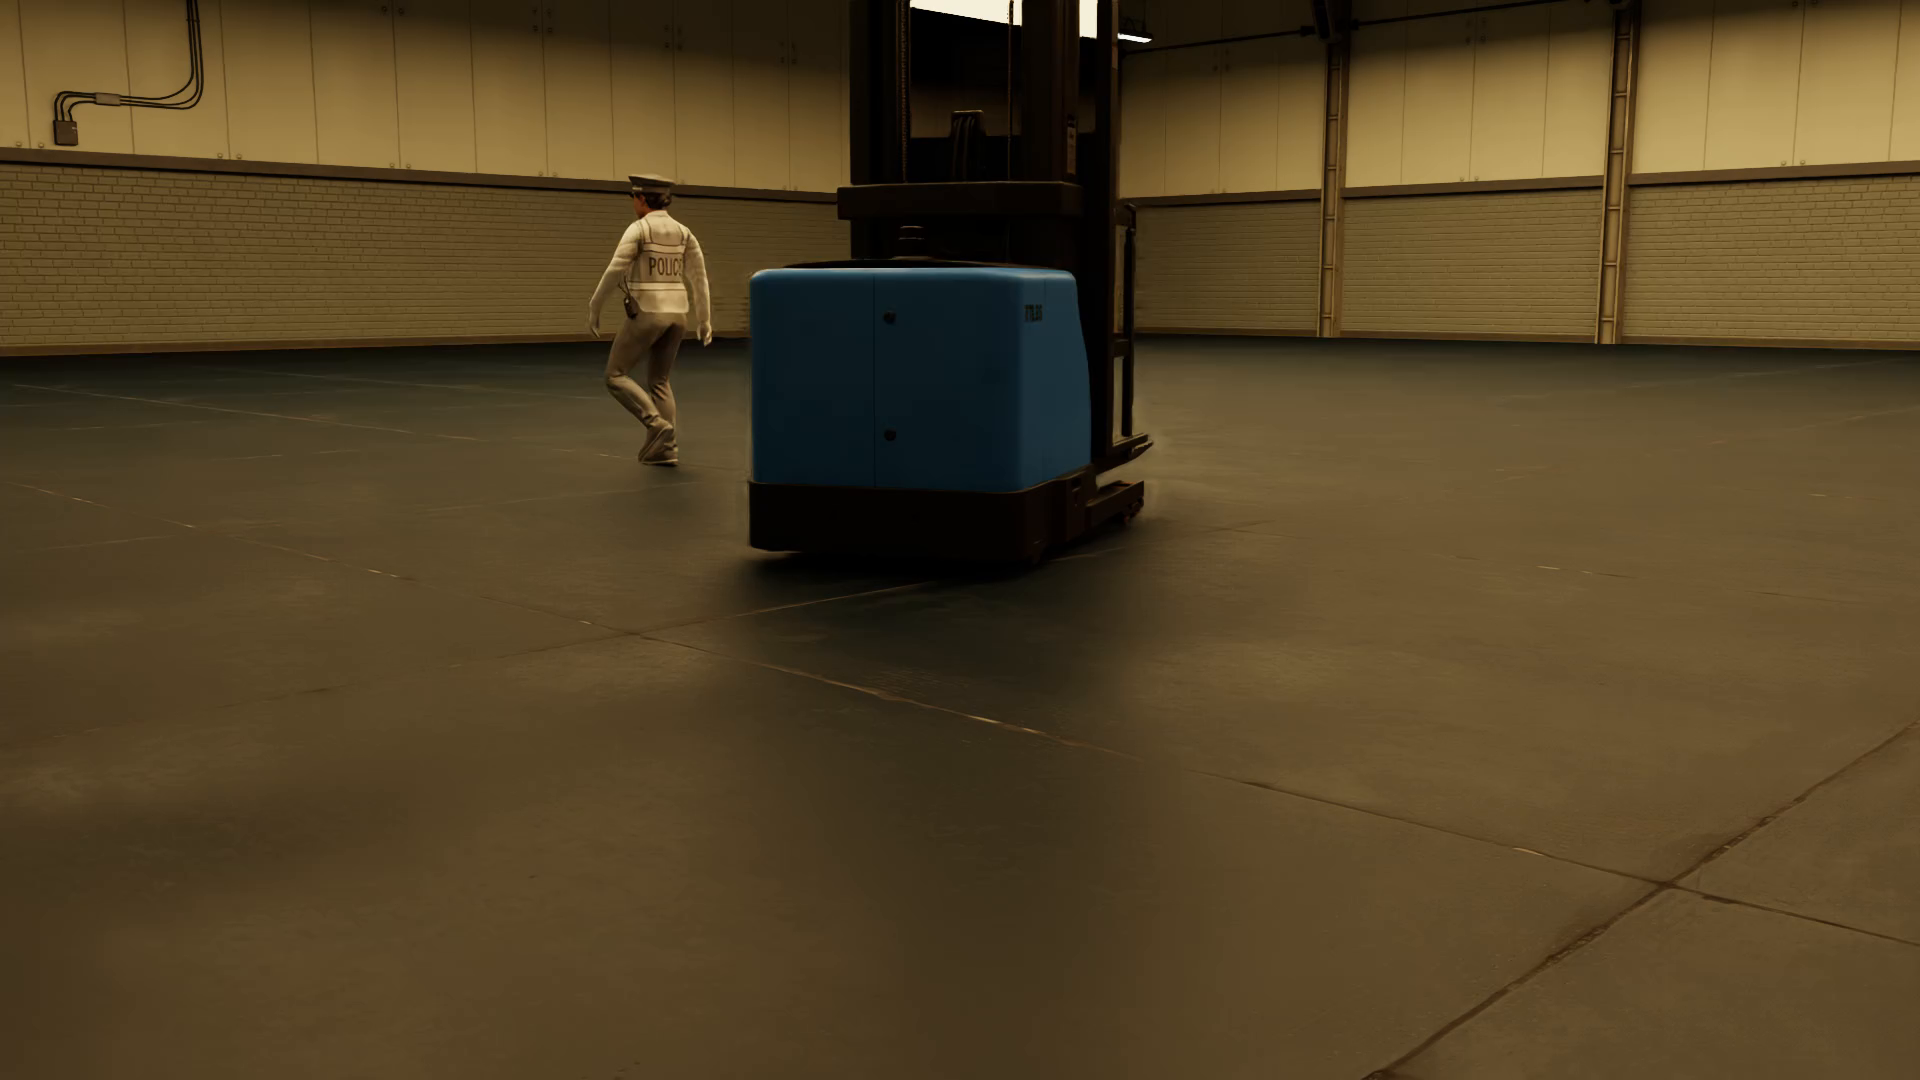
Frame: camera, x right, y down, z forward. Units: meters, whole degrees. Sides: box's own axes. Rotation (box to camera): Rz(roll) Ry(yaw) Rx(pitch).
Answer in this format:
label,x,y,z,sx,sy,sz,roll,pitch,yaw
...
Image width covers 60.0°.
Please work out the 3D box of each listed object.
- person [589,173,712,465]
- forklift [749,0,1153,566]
label,x,y,z,sx,sy,sz,roll,pitch,yaw
person,-1.722,-1.235,9.404,0.459,1.650,0.673,7,11,37
forklift,0.184,-1.537,7.081,1.130,2.935,3.031,3,9,19
